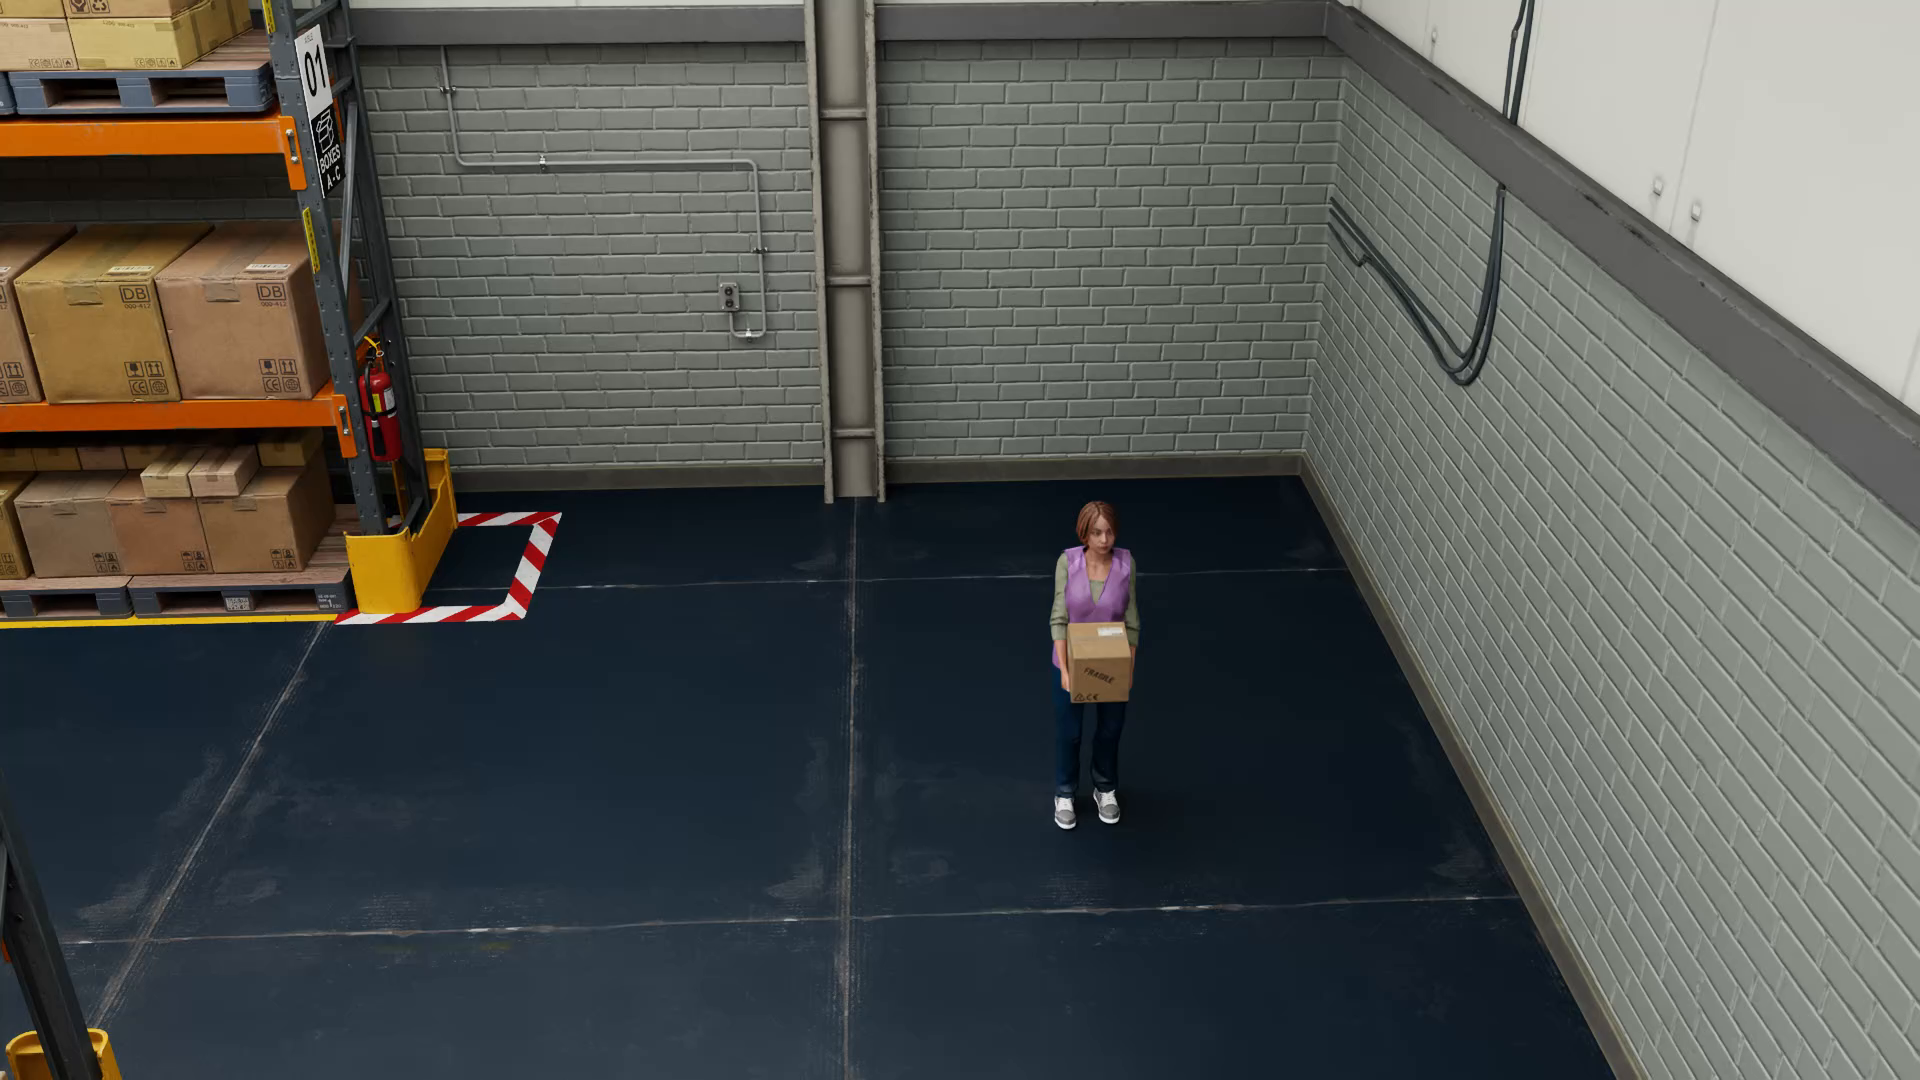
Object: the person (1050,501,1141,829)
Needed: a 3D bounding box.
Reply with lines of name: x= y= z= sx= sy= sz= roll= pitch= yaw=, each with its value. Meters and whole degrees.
person: x=0.602 y=0.604 z=7.499 sx=0.406 sy=1.588 sz=0.492 roll=-1 pitch=28 yaw=-2
